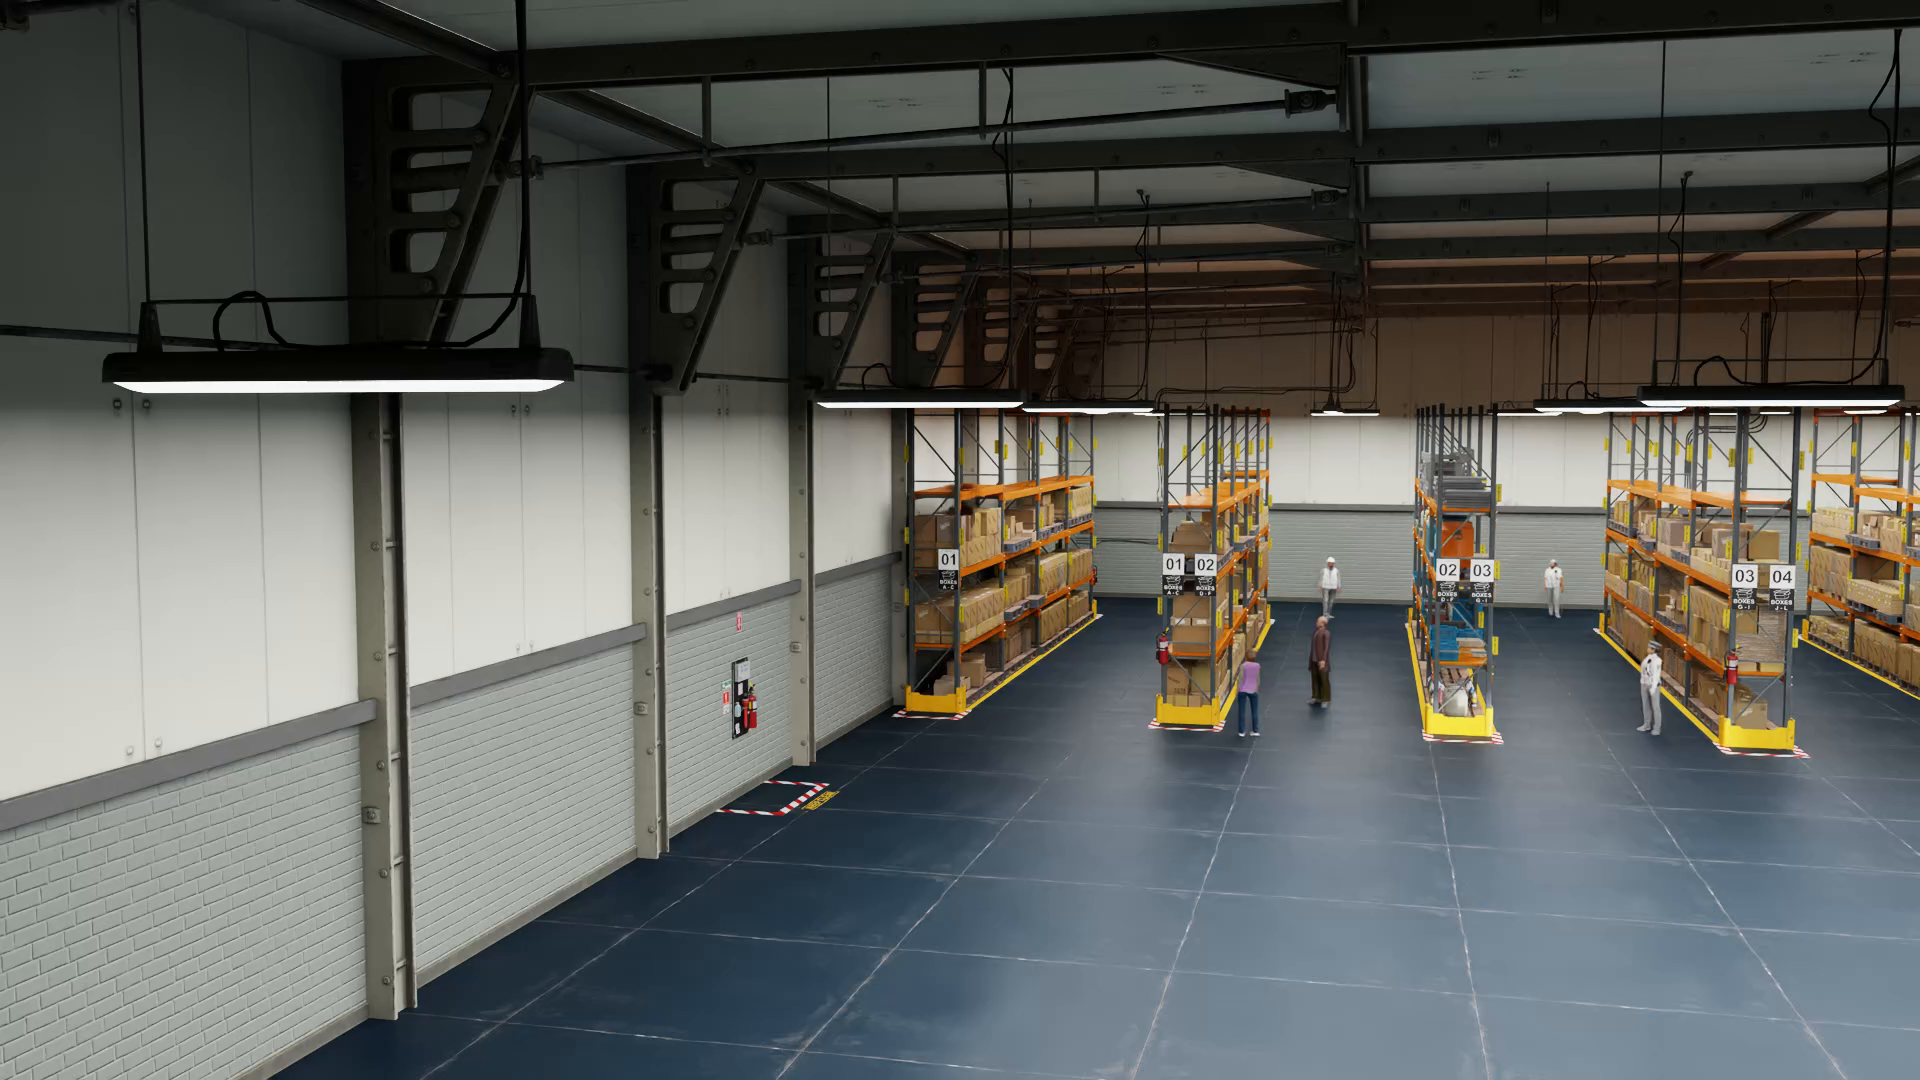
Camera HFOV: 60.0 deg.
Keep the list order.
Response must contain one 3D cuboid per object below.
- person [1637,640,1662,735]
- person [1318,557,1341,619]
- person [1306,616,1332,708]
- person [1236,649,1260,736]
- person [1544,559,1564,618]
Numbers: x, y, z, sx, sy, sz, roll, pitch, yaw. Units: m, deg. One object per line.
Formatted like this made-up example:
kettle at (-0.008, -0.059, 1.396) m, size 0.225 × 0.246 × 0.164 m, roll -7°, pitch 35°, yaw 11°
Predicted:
person at (12.595, 2.683, 30.333) m, size 0.384 × 1.719 × 0.468 m, roll -2°, pitch 4°, yaw -22°
person at (10.602, 1.389, 47.542) m, size 0.581 × 1.769 × 0.628 m, roll -1°, pitch 4°, yaw -9°
person at (7.198, 2.428, 33.255) m, size 0.417 × 1.814 × 0.595 m, roll -3°, pitch 5°, yaw -33°
person at (5.188, 2.753, 29.953) m, size 0.437 × 1.606 × 0.392 m, roll 1°, pitch 4°, yaw 10°
person at (17.187, 1.393, 48.135) m, size 0.553 × 1.670 × 0.739 m, roll 1°, pitch 4°, yaw 19°
